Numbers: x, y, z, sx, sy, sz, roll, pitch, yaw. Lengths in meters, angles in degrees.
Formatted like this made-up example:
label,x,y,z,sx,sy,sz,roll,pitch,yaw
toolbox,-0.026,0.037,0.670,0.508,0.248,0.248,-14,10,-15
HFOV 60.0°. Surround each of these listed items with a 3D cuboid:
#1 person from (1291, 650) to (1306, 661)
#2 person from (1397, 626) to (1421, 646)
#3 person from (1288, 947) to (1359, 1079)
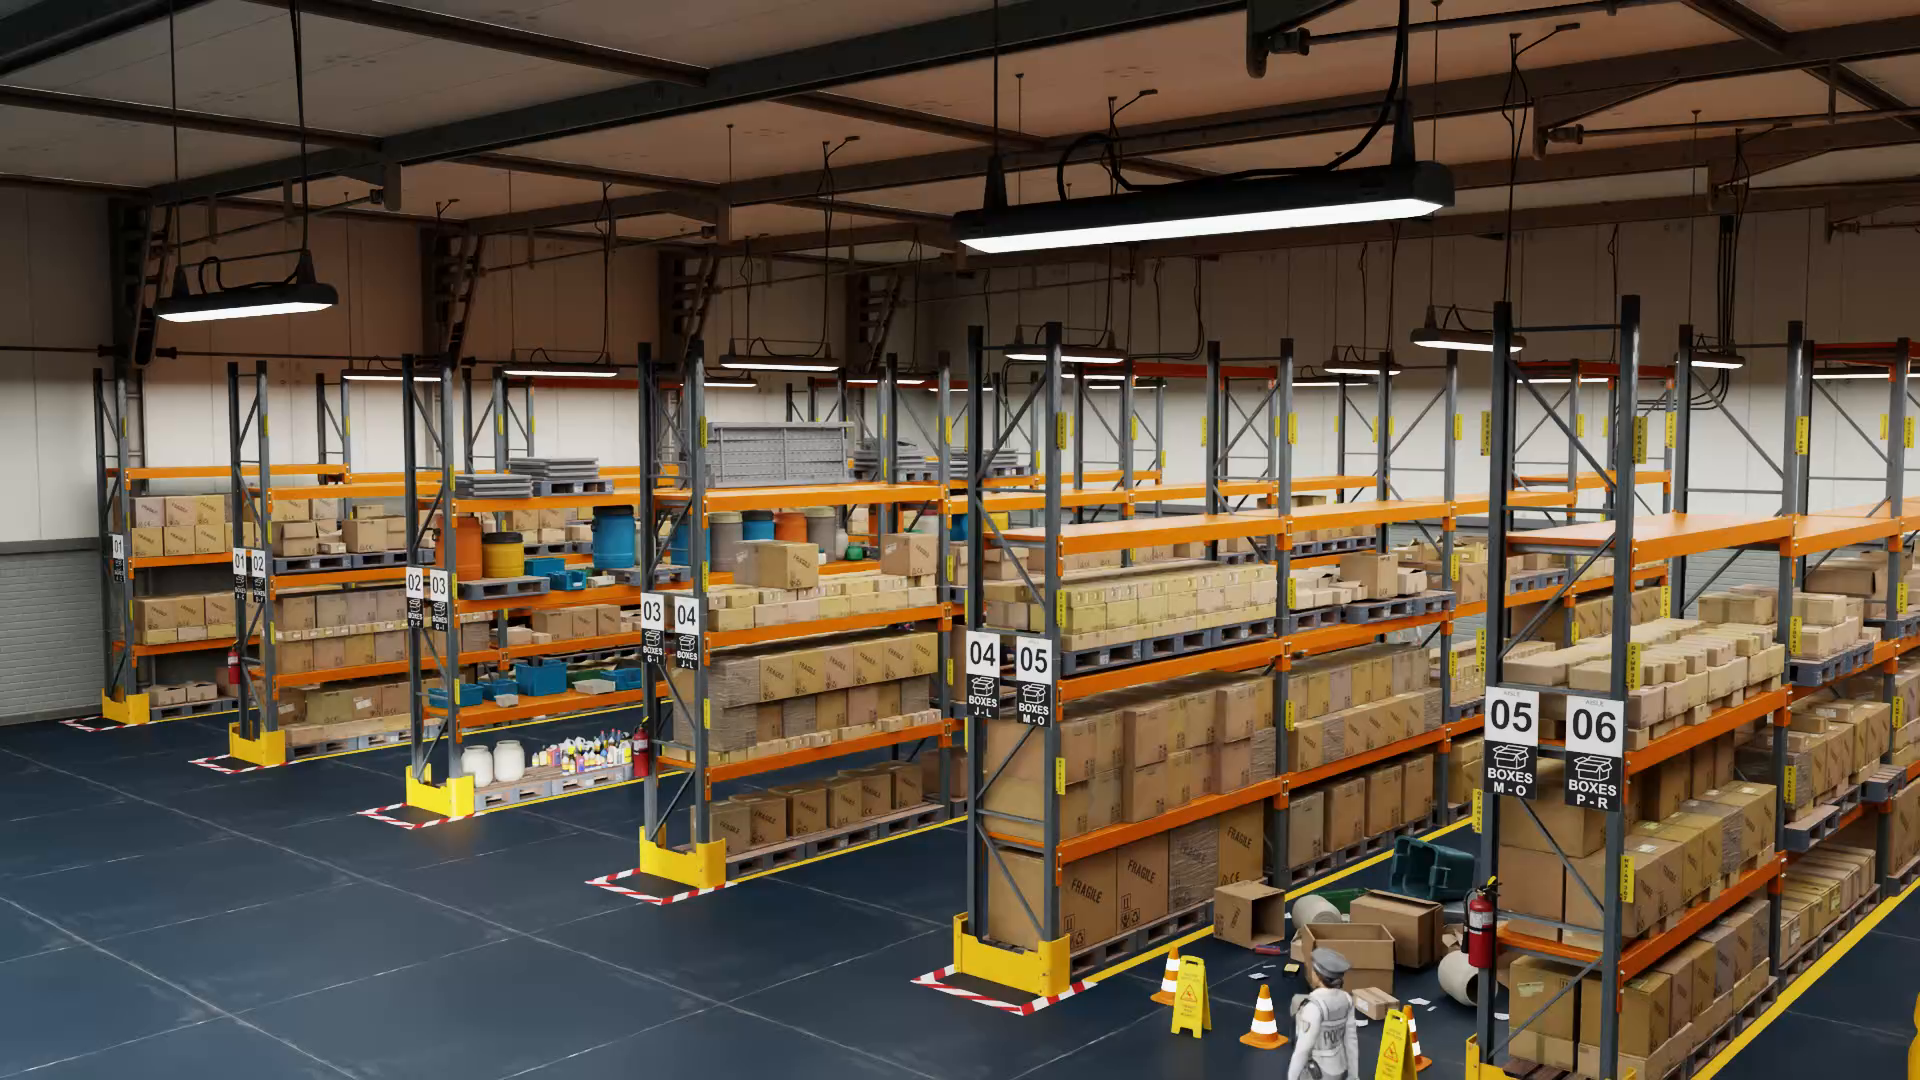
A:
label,x,y,z,sx,sy,sz,roll,pitch,yaw
person,5.130,2.436,25.660,0.395,1.702,0.625,1,4,12
person,8.800,1.989,32.656,0.481,1.521,0.825,0,4,1
person,2.404,3.526,11.001,0.934,1.650,0.445,2,5,22
